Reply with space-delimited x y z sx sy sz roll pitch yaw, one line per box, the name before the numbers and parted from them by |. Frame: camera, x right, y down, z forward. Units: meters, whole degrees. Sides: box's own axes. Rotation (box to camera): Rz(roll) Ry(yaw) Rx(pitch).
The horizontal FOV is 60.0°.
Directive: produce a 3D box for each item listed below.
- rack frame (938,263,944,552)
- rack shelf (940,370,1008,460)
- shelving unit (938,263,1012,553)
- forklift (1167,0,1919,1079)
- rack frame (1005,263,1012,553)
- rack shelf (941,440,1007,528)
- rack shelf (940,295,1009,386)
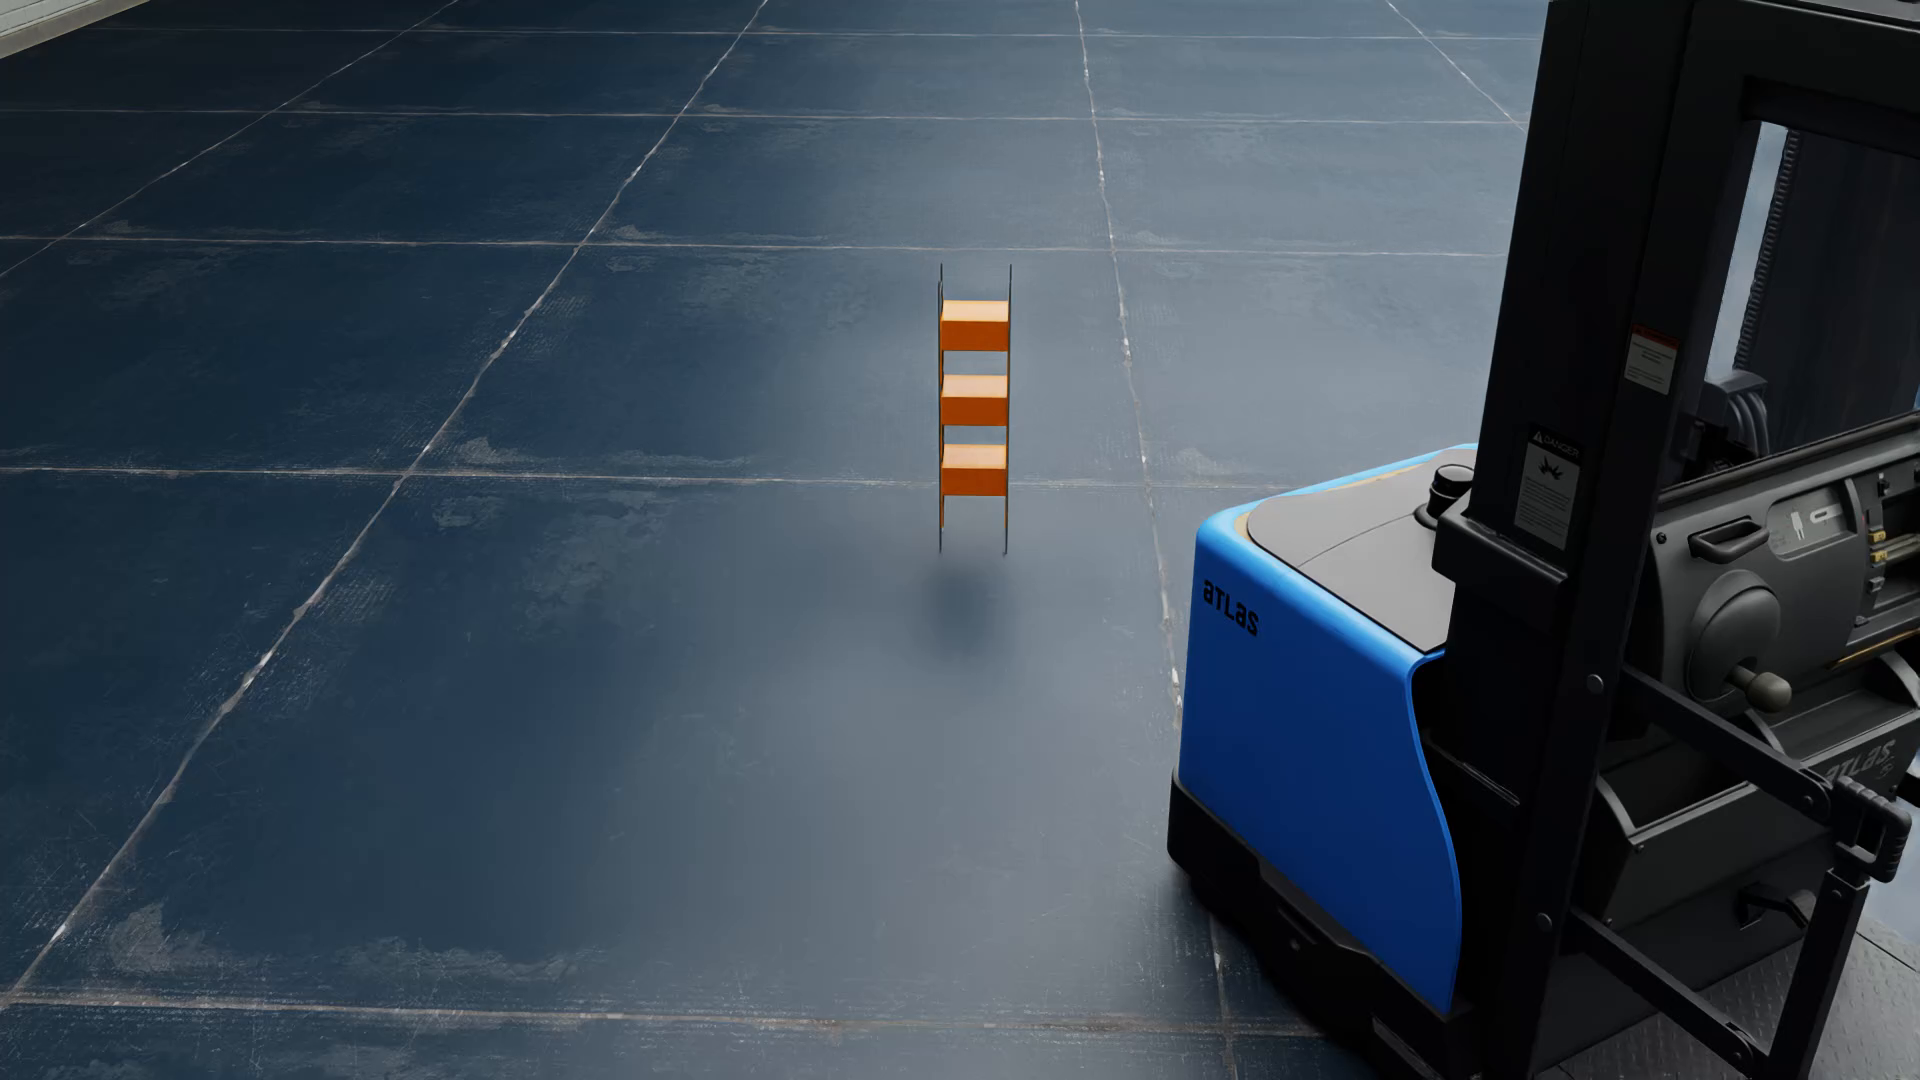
rack frame | -0.068 -0.465 6.006 0.008 1.050 0.200 1 28 2
rack shelf | 0.053 -0.454 6.007 0.240 0.259 0.215 1 28 2
shelving unit | 0.053 -0.463 6.002 0.252 1.050 0.215 1 28 2
forklift | 1.724 0.085 2.960 1.130 2.935 3.031 -15 31 -26
rack frame | 0.175 -0.461 5.999 0.008 1.050 0.200 1 28 2
rack shelf | 0.053 -0.208 6.138 0.240 0.259 0.215 1 28 2
rack shelf | 0.053 -0.704 5.874 0.240 0.259 0.215 1 28 2
